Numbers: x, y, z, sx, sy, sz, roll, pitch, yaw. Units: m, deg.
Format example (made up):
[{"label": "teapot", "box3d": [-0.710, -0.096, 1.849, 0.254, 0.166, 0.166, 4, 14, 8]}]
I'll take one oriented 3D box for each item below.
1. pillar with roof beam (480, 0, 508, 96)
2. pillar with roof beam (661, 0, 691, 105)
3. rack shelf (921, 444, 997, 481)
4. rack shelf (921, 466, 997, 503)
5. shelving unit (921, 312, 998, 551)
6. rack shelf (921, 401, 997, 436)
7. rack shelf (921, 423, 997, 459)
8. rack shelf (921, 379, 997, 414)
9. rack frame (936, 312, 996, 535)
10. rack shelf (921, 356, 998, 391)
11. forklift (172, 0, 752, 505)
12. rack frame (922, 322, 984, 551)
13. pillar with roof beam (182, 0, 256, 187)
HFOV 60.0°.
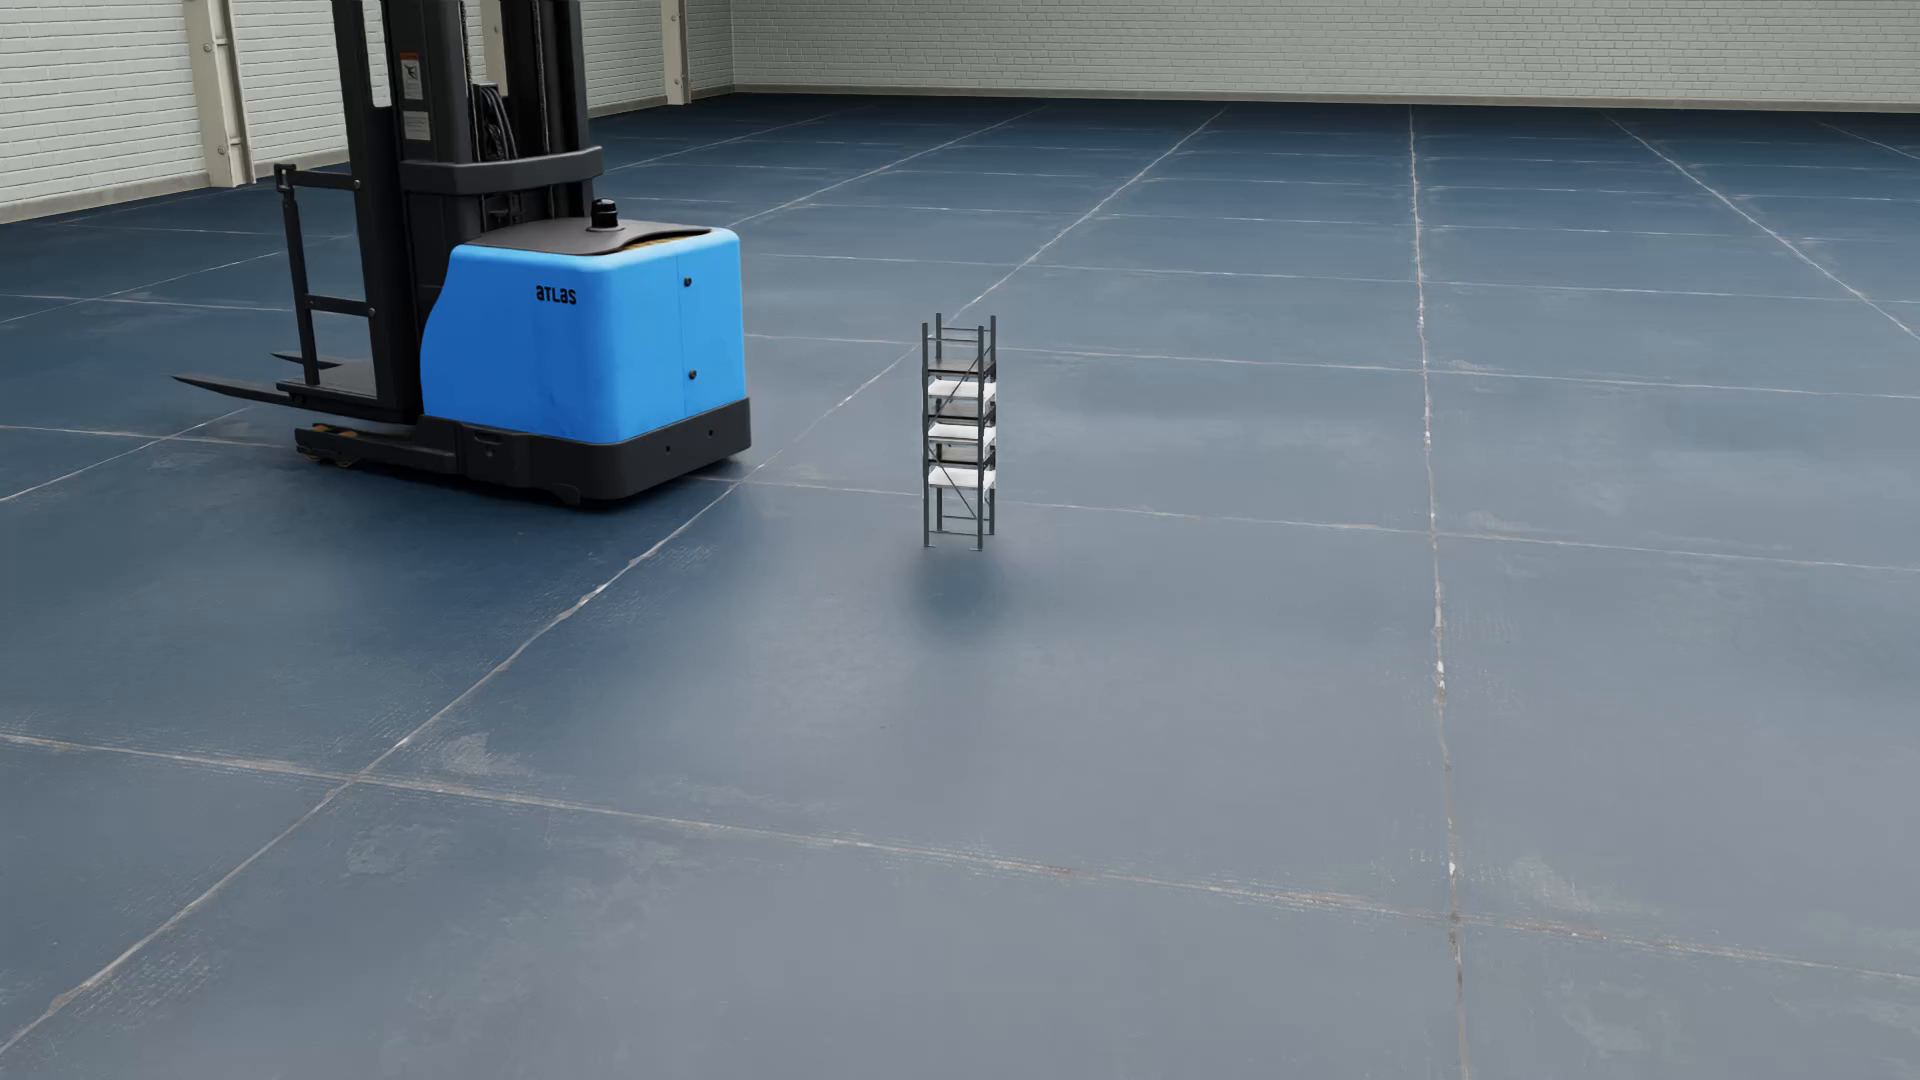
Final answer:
[{"label": "pillar with roof beam", "box3d": [-2.176, -9.618, 20.924, 9.100, 9.000, 0.400, 5, 19, 13]}, {"label": "pillar with roof beam", "box3d": [-0.710, -11.498, 26.430, 9.100, 9.000, 0.400, 5, 19, 13]}, {"label": "rack shelf", "box3d": [-0.002, -0.307, 6.575, 0.258, 0.077, 0.200, 5, 19, 13]}, {"label": "rack shelf", "box3d": [-0.002, -0.221, 6.604, 0.258, 0.077, 0.200, 5, 19, 13]}, {"label": "shelving unit", "box3d": [-0.002, -0.423, 6.535, 0.258, 0.900, 0.210, 5, 19, 13]}, {"label": "rack shelf", "box3d": [-0.002, -0.477, 6.516, 0.258, 0.077, 0.200, 5, 19, 13]}, {"label": "rack shelf", "box3d": [-0.002, -0.392, 6.545, 0.258, 0.077, 0.200, 5, 19, 13]}, {"label": "rack shelf", "box3d": [-0.002, -0.562, 6.487, 0.258, 0.077, 0.200, 5, 19, 13]}, {"label": "rack frame", "box3d": [0.023, -0.455, 6.628, 0.240, 0.900, 0.006, 5, 19, 13]}, {"label": "rack shelf", "box3d": [-0.002, -0.647, 6.458, 0.258, 0.077, 0.200, 5, 19, 13]}, {"label": "forklift", "box3d": [-2.510, -1.860, 7.598, 3.031, 2.935, 1.130, 10, 21, 28]}, {"label": "rack frame", "box3d": [-0.027, -0.391, 6.441, 0.240, 0.900, 0.006, 5, 19, 13]}, {"label": "pillar with roof beam", "box3d": [-3.642, -7.737, 15.418, 9.100, 9.000, 0.400, 5, 19, 13]}]
